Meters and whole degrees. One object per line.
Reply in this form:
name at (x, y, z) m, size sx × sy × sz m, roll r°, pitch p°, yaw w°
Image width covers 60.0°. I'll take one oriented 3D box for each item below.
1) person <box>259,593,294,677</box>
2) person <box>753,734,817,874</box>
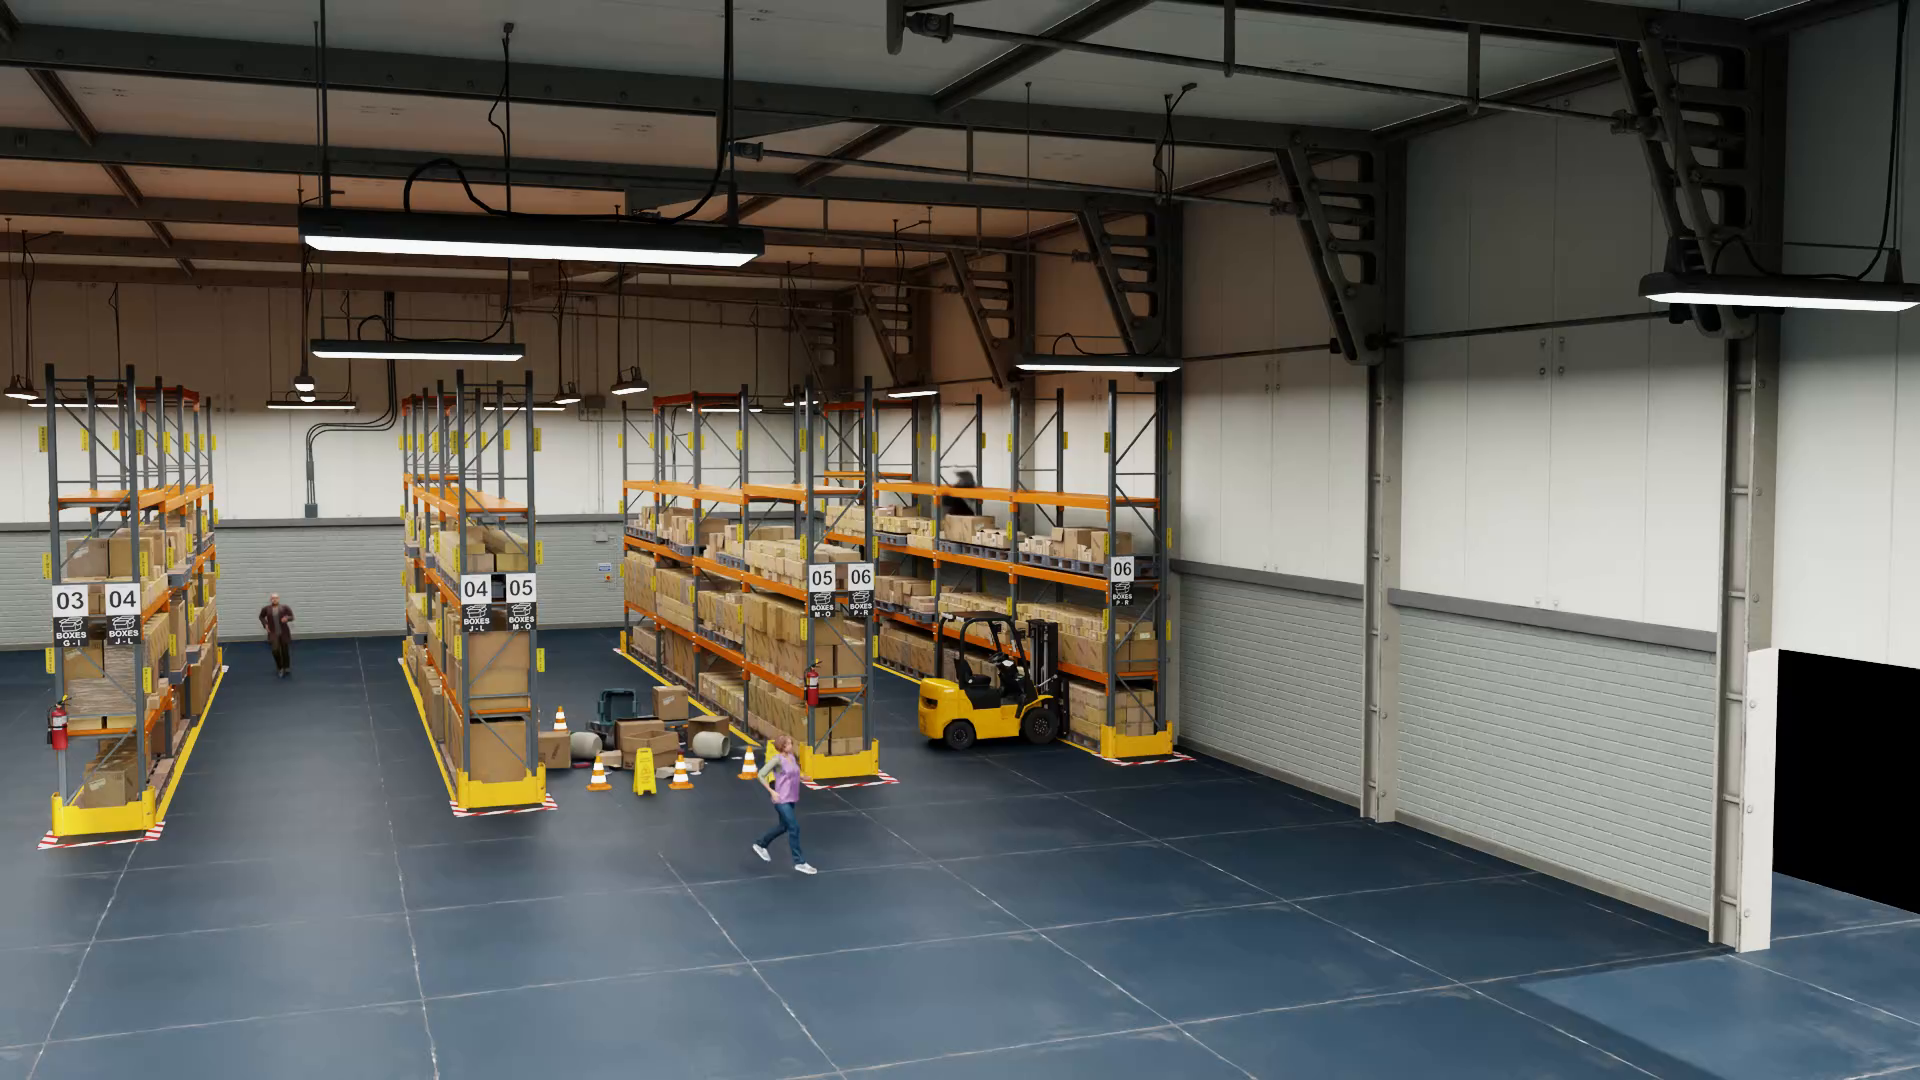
person at (-14.644, 2.048, 35.660) m, size 0.703 × 1.813 × 0.794 m, roll -1°, pitch 4°, yaw -23°
person at (-2.053, 3.049, 19.370) m, size 0.891 × 1.588 × 0.536 m, roll 1°, pitch 4°, yaw 22°
